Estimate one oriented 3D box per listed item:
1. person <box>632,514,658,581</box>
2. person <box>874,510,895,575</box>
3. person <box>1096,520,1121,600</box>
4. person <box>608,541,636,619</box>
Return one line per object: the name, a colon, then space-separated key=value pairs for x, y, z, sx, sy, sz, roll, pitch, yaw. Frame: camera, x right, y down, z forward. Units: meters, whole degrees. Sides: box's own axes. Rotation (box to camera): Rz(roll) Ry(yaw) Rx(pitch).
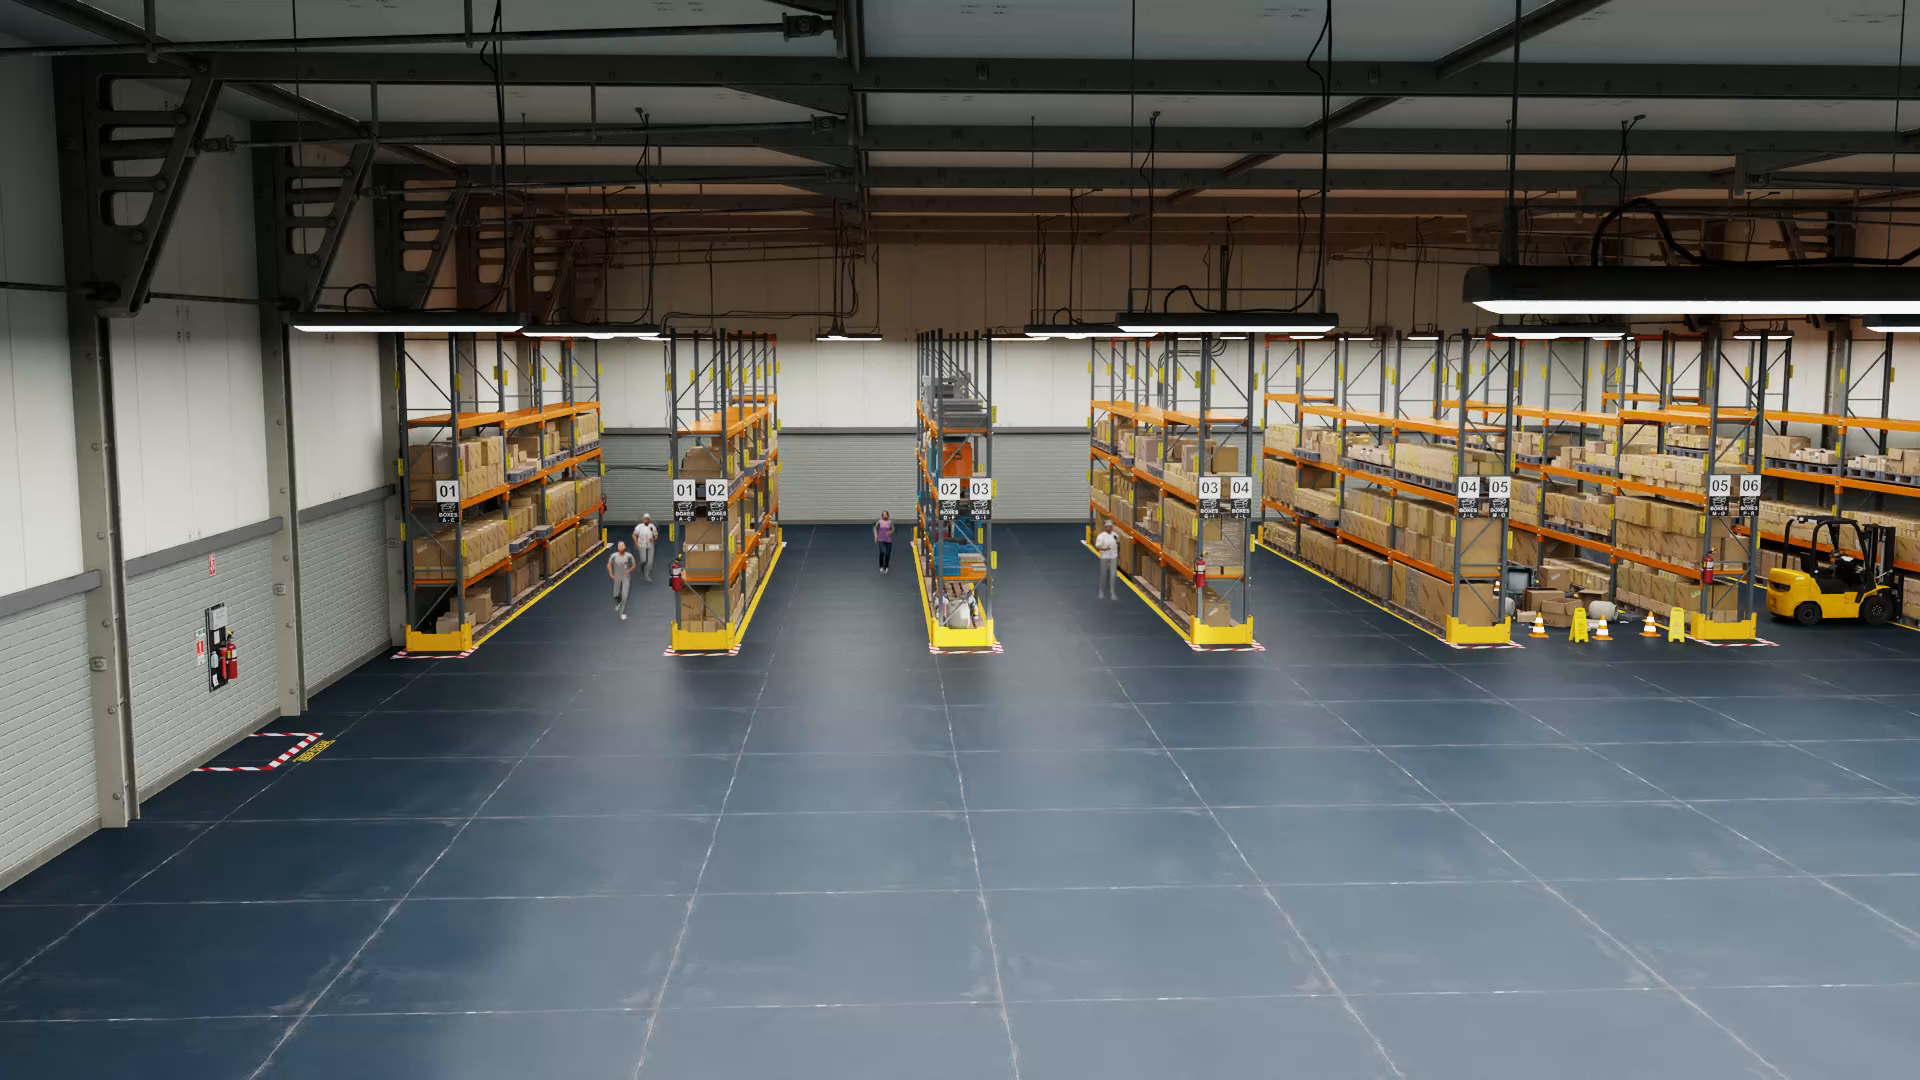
person: x=-7.545 y=0.188 z=40.009 sx=0.585 sy=1.632 sz=0.622 roll=-2 pitch=7 yaw=-19
person: x=-1.873 y=0.060 z=41.340 sx=0.510 sy=1.607 sz=0.676 roll=-1 pitch=7 yaw=-9
person: x=3.180 y=0.417 z=35.503 sx=0.587 sy=1.720 sz=0.838 roll=-1 pitch=7 yaw=-9
person: x=-7.066 y=0.828 z=34.767 sx=0.593 sy=1.631 sz=0.576 roll=-1 pitch=7 yaw=-7
